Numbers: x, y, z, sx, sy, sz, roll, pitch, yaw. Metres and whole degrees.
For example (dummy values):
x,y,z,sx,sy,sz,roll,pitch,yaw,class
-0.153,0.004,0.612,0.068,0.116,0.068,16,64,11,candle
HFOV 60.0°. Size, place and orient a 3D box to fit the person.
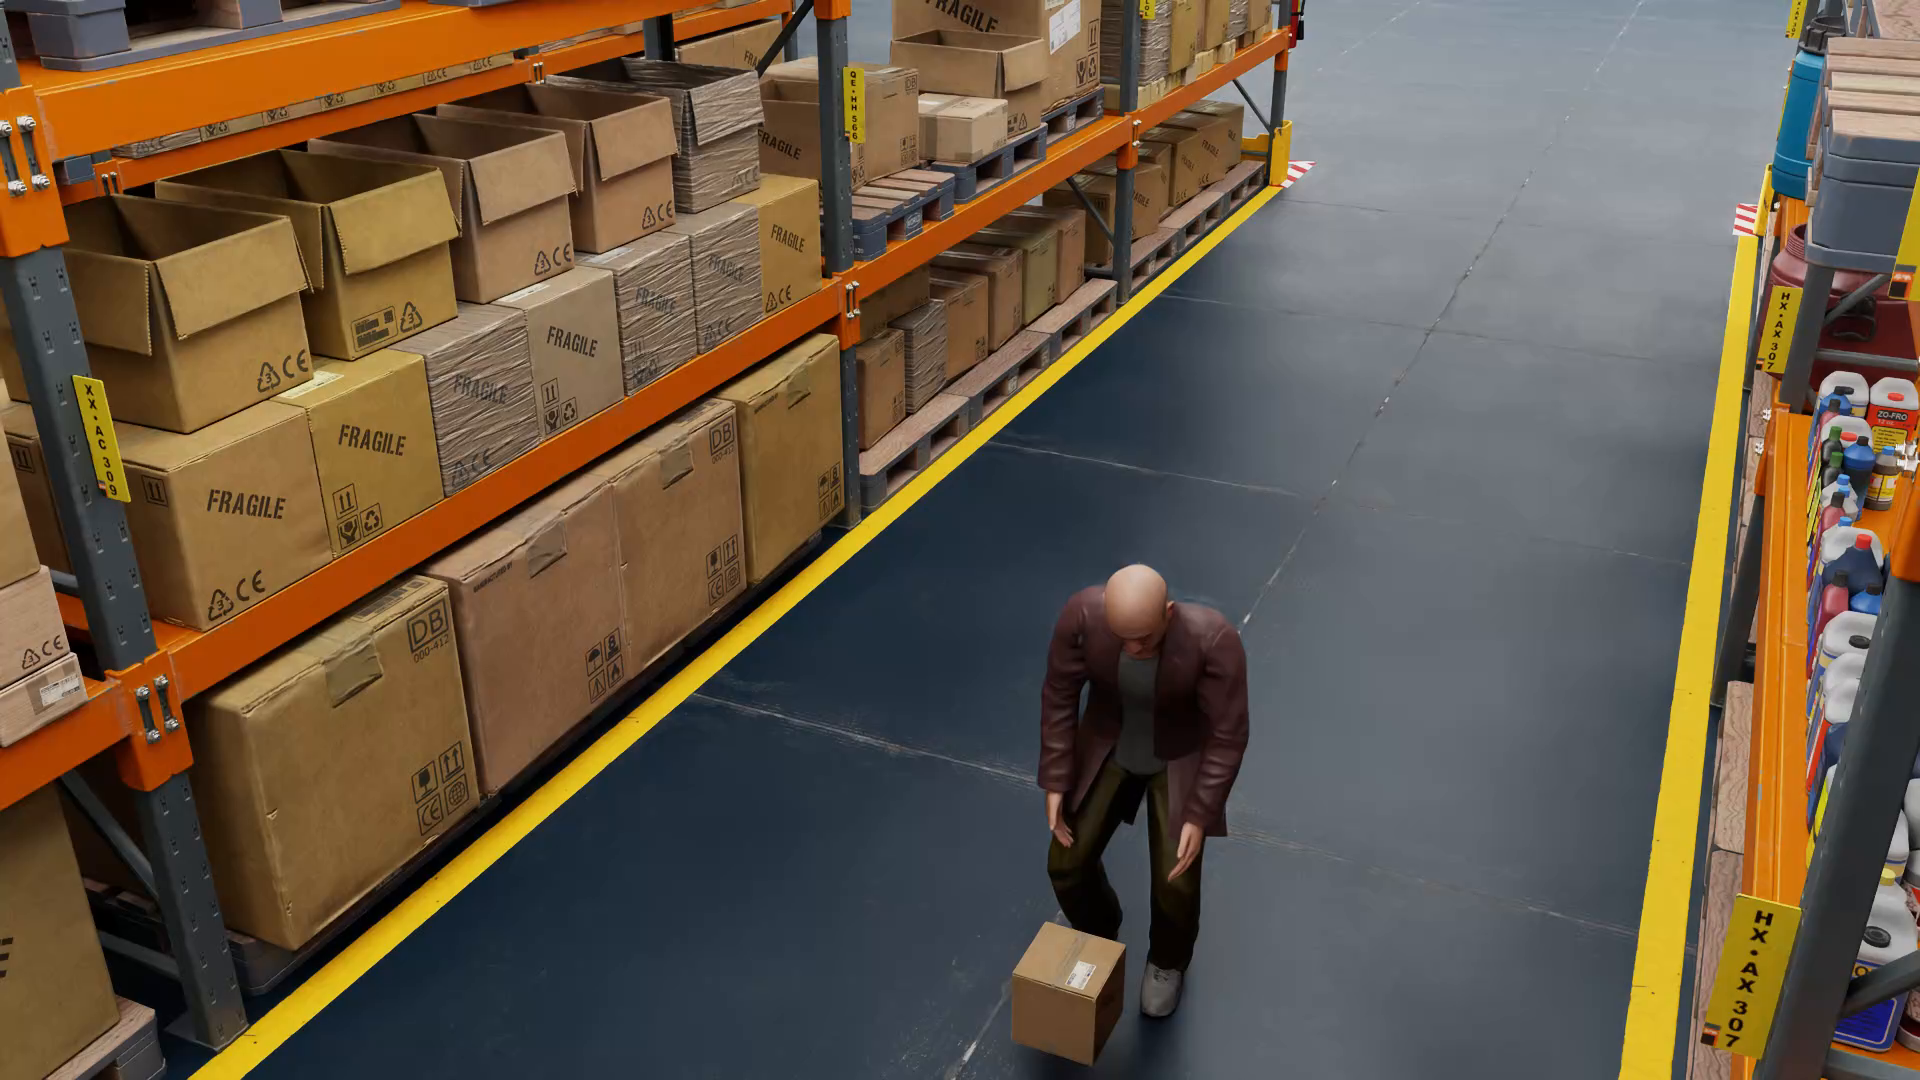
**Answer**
x,y,z,sx,sy,sz,roll,pitch,yaw,class
0.551,0.701,4.946,0.625,1.552,0.612,11,28,22,person
